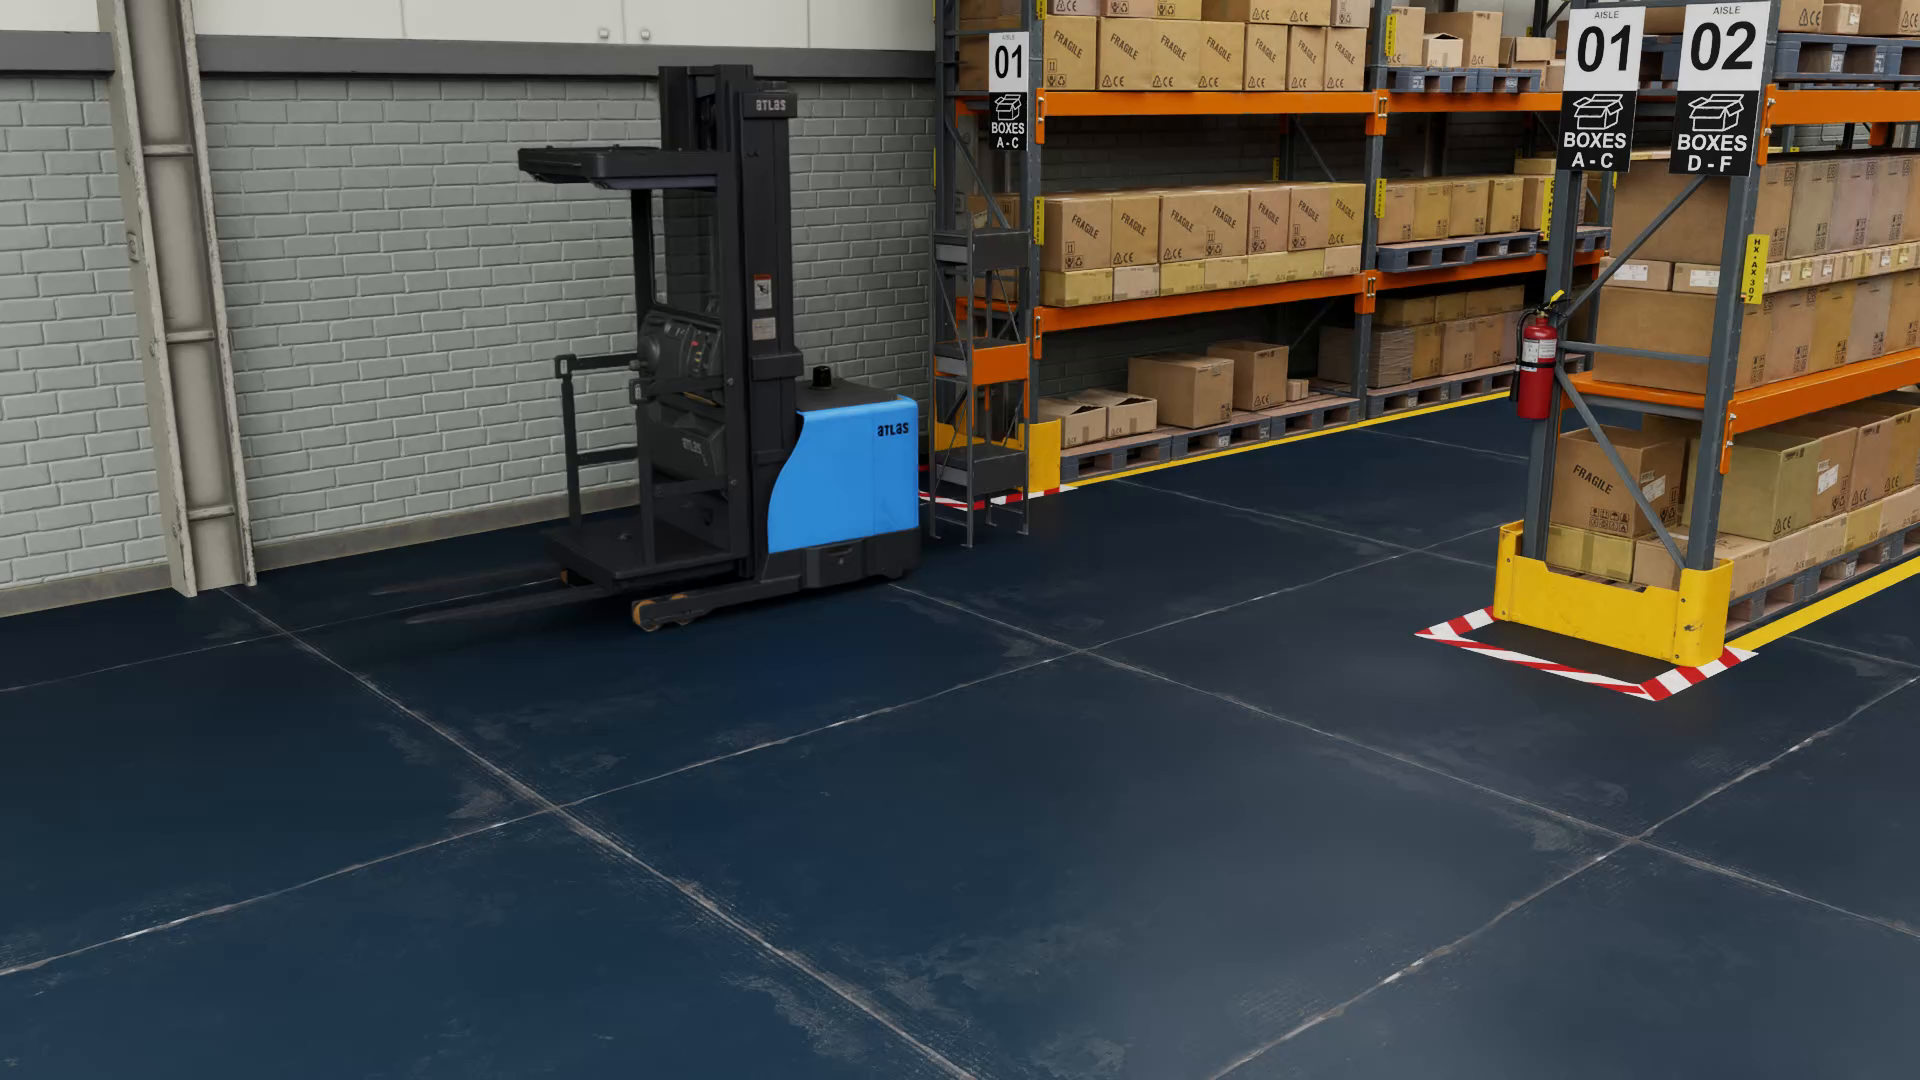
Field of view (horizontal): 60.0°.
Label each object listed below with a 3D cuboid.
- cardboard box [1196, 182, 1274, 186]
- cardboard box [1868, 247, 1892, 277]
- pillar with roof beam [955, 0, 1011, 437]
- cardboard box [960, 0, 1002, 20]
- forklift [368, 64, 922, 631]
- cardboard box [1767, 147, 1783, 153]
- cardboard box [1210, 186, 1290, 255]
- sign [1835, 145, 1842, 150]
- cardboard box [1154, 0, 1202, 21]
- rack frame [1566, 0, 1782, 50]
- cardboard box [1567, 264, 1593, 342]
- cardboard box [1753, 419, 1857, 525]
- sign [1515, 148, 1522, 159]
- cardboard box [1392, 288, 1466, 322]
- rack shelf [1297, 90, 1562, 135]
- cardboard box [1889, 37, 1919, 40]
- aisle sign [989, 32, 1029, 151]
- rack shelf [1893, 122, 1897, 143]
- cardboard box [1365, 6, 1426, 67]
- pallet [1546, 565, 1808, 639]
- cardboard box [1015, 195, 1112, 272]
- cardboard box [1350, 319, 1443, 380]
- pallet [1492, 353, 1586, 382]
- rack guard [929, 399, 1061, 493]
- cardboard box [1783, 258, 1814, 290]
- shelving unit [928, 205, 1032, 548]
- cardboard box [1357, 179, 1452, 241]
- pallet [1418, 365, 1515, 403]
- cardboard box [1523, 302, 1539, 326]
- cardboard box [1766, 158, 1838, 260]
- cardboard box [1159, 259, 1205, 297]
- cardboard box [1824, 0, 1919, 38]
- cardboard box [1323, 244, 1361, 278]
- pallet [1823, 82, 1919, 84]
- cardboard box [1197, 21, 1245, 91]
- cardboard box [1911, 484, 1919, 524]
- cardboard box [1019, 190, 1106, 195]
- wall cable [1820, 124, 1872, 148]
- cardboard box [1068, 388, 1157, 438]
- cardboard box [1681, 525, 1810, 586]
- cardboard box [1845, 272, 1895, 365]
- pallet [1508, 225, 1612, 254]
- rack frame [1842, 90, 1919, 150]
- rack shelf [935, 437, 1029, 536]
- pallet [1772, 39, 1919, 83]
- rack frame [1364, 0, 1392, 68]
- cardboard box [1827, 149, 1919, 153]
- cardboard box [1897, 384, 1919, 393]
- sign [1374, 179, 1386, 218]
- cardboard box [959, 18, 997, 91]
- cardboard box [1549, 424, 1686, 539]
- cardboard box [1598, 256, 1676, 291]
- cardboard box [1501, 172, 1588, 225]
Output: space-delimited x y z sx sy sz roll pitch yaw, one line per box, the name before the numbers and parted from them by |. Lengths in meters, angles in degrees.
cardboard box | 2.324 -2.765 14.086 0.500 0.500 0.500 -13 20 -40
cardboard box | 5.043 -1.596 9.462 0.250 0.149 0.380 -12 19 -39
pillar with roof beam | 2.977 -4.261 9.263 0.400 9.000 9.100 -13 19 -39
cardboard box | 0.345 -4.028 12.033 0.500 0.500 0.500 -12 19 -37
forklift | -1.726 -1.081 9.117 3.031 2.935 1.130 -10 18 -34
cardboard box | 9.059 -4.381 19.078 0.500 0.250 0.500 -12 19 -38
cardboard box | 2.295 -2.581 13.400 0.500 0.500 0.500 -13 20 -41
sign | 11.901 -5.189 22.534 0.005 0.325 0.100 -13 19 -39
cardboard box | 1.432 -4.086 12.251 0.500 0.500 0.500 -12 19 -38
rack frame | 3.446 -3.848 7.718 0.127 3.000 1.000 -13 19 -39
cardboard box | 6.867 -2.532 17.768 0.750 0.750 0.750 -13 20 -40
cardboard box | 4.741 -0.406 9.519 0.500 0.500 0.500 -13 19 -39
sign | 5.859 -3.935 17.427 0.005 0.325 0.100 -13 19 -39
cardboard box | 4.473 -2.250 15.900 0.500 0.250 0.500 -13 20 -41
rack shelf | 4.717 -4.031 15.612 4.000 0.370 1.077 -13 19 -39
cardboard box | 5.138 -3.142 9.604 0.637 0.503 0.797 -10 18 -33
aisle sign | 0.334 -3.099 11.501 0.004 0.787 0.394 -13 19 -39
rack shelf | 7.972 -3.068 12.004 4.000 0.370 1.077 -13 19 -39
cardboard box | 3.674 -4.368 14.472 0.500 0.500 0.500 -9 18 -32
pallet | 3.995 0.260 9.368 1.213 0.211 1.003 -13 19 -39
cardboard box | 0.749 -2.235 12.104 0.500 0.500 0.500 -13 19 -39
cardboard box | 4.110 -1.821 15.746 0.500 0.500 0.700 -13 20 -40
pallet | 5.636 -1.789 17.040 1.213 0.211 1.003 -13 19 -39
rack guard | 0.248 -0.719 12.471 0.348 0.500 1.175 -13 19 -39
cardboard box | 4.270 -1.423 8.815 0.250 0.149 0.380 -13 19 -39
shelving unit | 0.125 -1.042 10.584 0.503 2.100 0.431 -13 19 -39
cardboard box | 4.041 -3.025 15.215 0.500 0.500 0.700 -10 18 -34
pallet | 4.716 -1.584 16.270 1.213 0.211 1.003 -13 19 -39
cardboard box | 5.717 -2.141 16.945 0.500 0.500 0.700 -12 19 -39
cardboard box | 4.239 -1.800 8.970 0.500 0.500 0.700 -13 20 -41
cardboard box | 1.538 -2.047 12.854 0.500 0.250 0.500 -13 20 -40
cardboard box | 4.878 -2.946 8.874 0.500 0.500 0.500 -13 19 -39
cardboard box | 3.050 -2.389 14.133 0.500 0.250 0.500 -13 19 -39
pallet | 5.837 -2.884 10.094 1.213 0.211 1.003 -13 19 -39
cardboard box | 1.815 -3.696 12.730 0.500 0.500 0.500 -11 19 -36
cardboard box | 5.873 -0.298 10.567 0.500 0.250 0.500 -13 19 -39
cardboard box | 0.793 -2.417 12.787 0.500 0.500 0.500 -12 19 -39
wall cable | 12.606 -5.516 23.618 1.851 1.984 0.084 -13 19 -39
cardboard box | 1.202 -1.023 13.126 0.500 0.311 0.500 -11 18 -35
cardboard box | 4.371 0.043 9.291 0.500 0.250 0.500 -13 19 -39
cardboard box | 4.972 -1.337 9.750 0.500 0.500 0.700 -12 19 -38
pallet | 5.758 -3.034 16.669 1.003 0.211 1.213 -13 19 -39
rack frame | 12.261 -4.624 22.248 0.127 3.000 1.000 -13 19 -39
rack shelf | 0.125 -0.353 10.768 0.480 0.518 0.431 -13 19 -39
pallet | 4.917 -2.679 9.324 1.213 0.211 1.003 -13 19 -39
rack frame | 3.209 -5.489 13.863 0.127 3.000 1.000 -13 19 -39
cardboard box | 5.752 -2.140 10.242 0.500 0.500 0.700 -13 20 -39
cardboard box | 6.969 -0.986 12.058 0.500 0.311 0.500 -12 19 -38
sign | 3.571 -2.905 14.135 0.005 0.325 0.100 -13 19 -39
cardboard box | 0.340 -3.541 12.147 0.500 0.500 0.500 -11 18 -35
cardboard box | 3.655 -0.335 9.253 0.500 0.500 0.500 -13 19 -39
cardboard box | 3.609 -1.413 8.777 0.250 0.149 0.380 -13 20 -40
cardboard box | 5.878 -3.448 16.799 0.700 0.500 0.500 13 20 40
